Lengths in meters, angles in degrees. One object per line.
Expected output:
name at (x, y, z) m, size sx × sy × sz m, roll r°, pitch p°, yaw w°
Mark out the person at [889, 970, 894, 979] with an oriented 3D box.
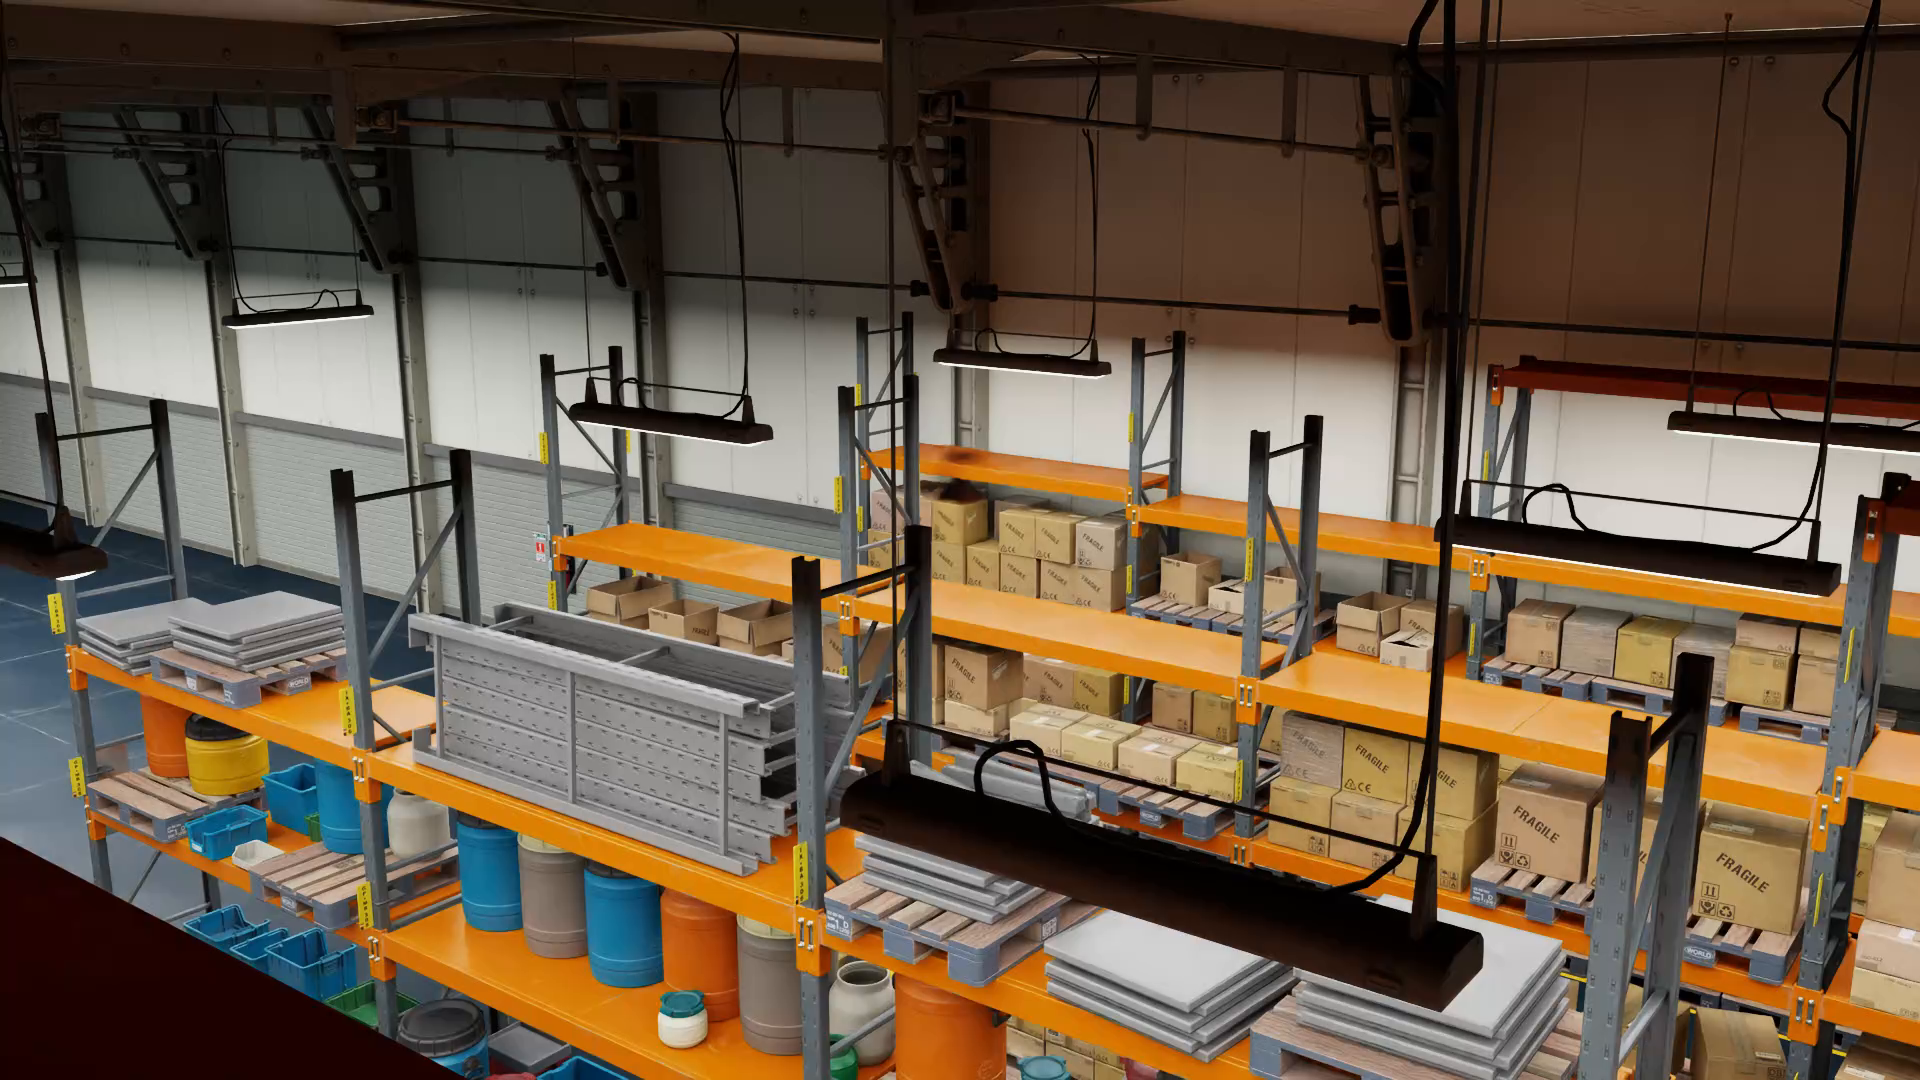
person at (-0.592, 4.223, 13.284) m, size 1.080 × 1.725 × 0.512 m, roll 8°, pitch 15°, yaw 32°
